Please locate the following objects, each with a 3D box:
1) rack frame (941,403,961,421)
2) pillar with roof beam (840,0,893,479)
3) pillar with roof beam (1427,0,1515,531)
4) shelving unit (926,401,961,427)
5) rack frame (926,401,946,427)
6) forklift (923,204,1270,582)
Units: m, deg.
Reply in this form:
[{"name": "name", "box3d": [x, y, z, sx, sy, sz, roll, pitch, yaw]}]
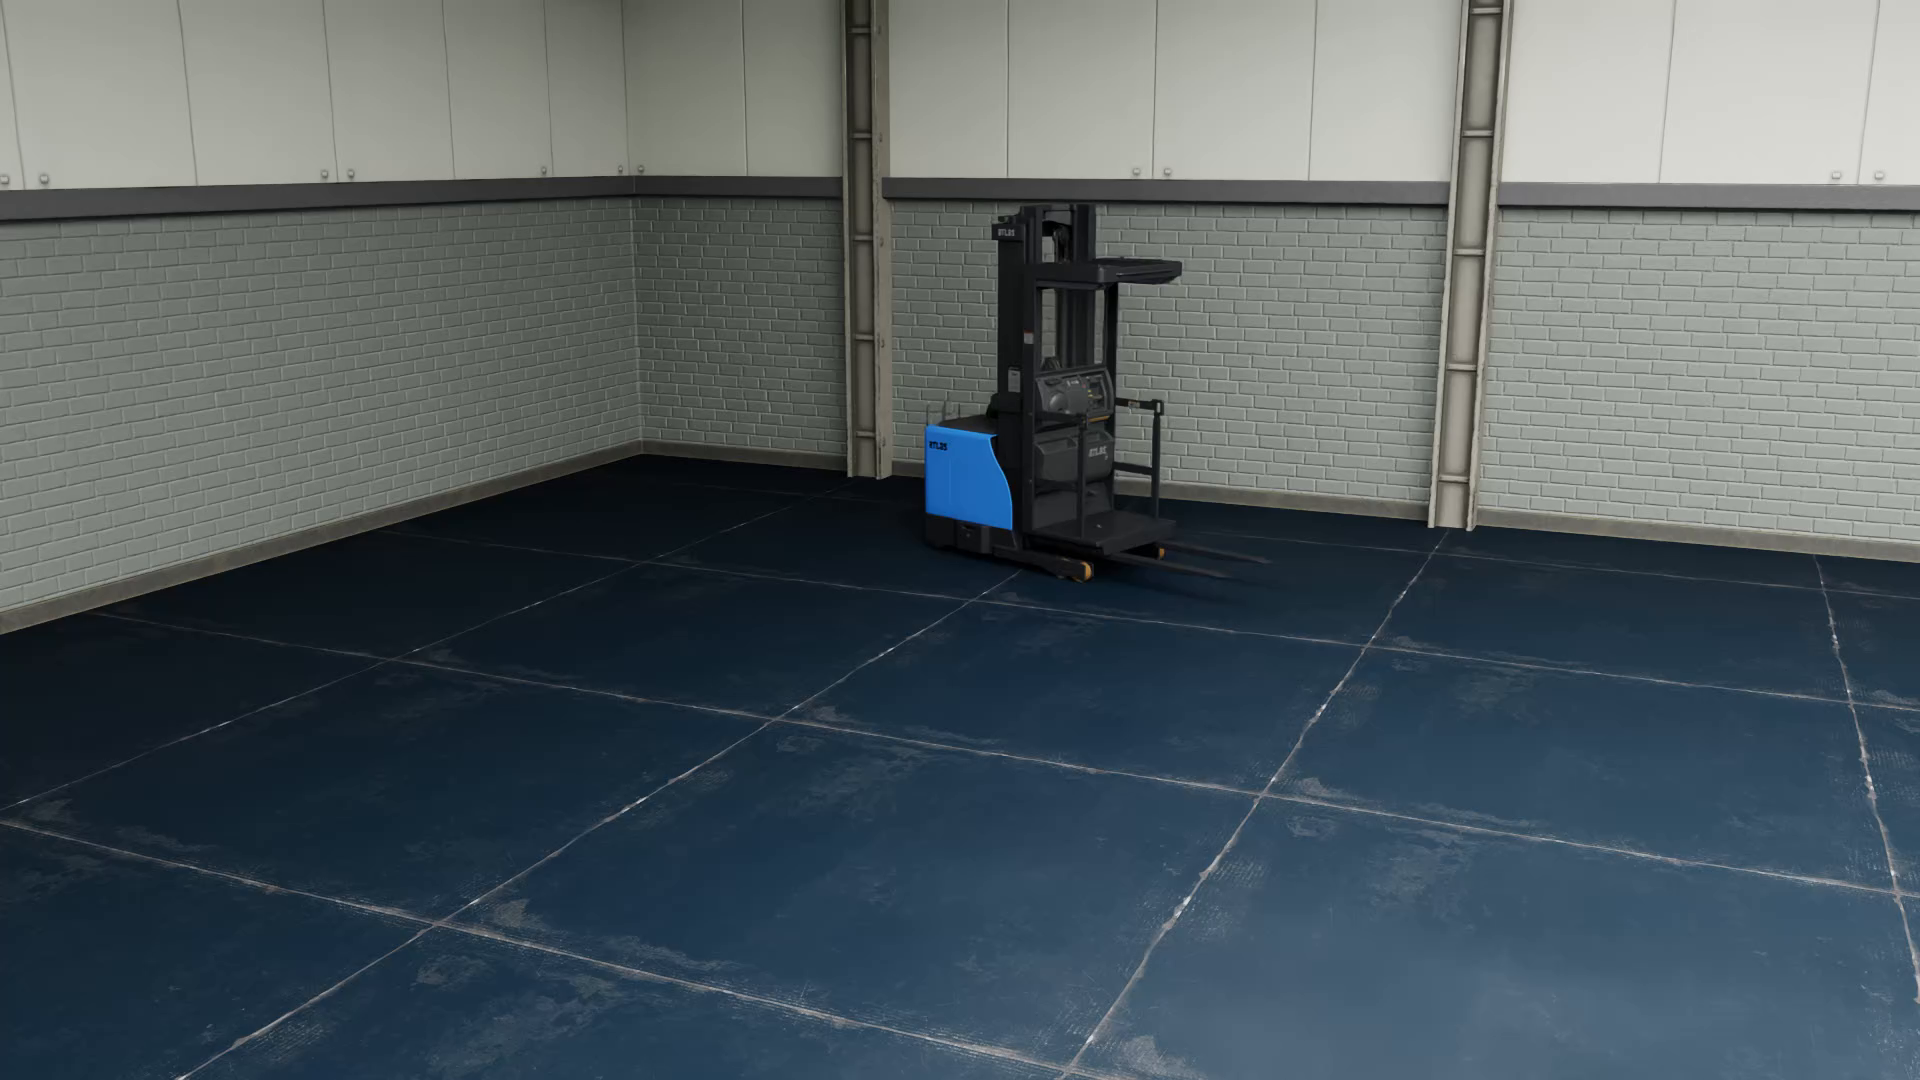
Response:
[{"name": "rack frame", "box3d": [-0.078, -0.599, 14.683, 0.006, 1.200, 0.240, 12, 18, 41]}, {"name": "pillar with roof beam", "box3d": [-2.699, -4.169, 12.821, 0.400, 9.000, 9.100, 6, 14, 23]}, {"name": "pillar with roof beam", "box3d": [2.787, -3.613, 10.455, 0.400, 9.000, 9.100, 6, 14, 23]}, {"name": "shelving unit", "box3d": [-0.145, -0.614, 14.743, 0.189, 1.200, 0.258, 12, 18, 41]}, {"name": "rack frame", "box3d": [-0.212, -0.628, 14.804, 0.006, 1.200, 0.240, 12, 18, 41]}, {"name": "forklift", "box3d": [1.104, -1.221, 13.544, 3.031, 2.935, 1.130, 12, 18, 41]}]
